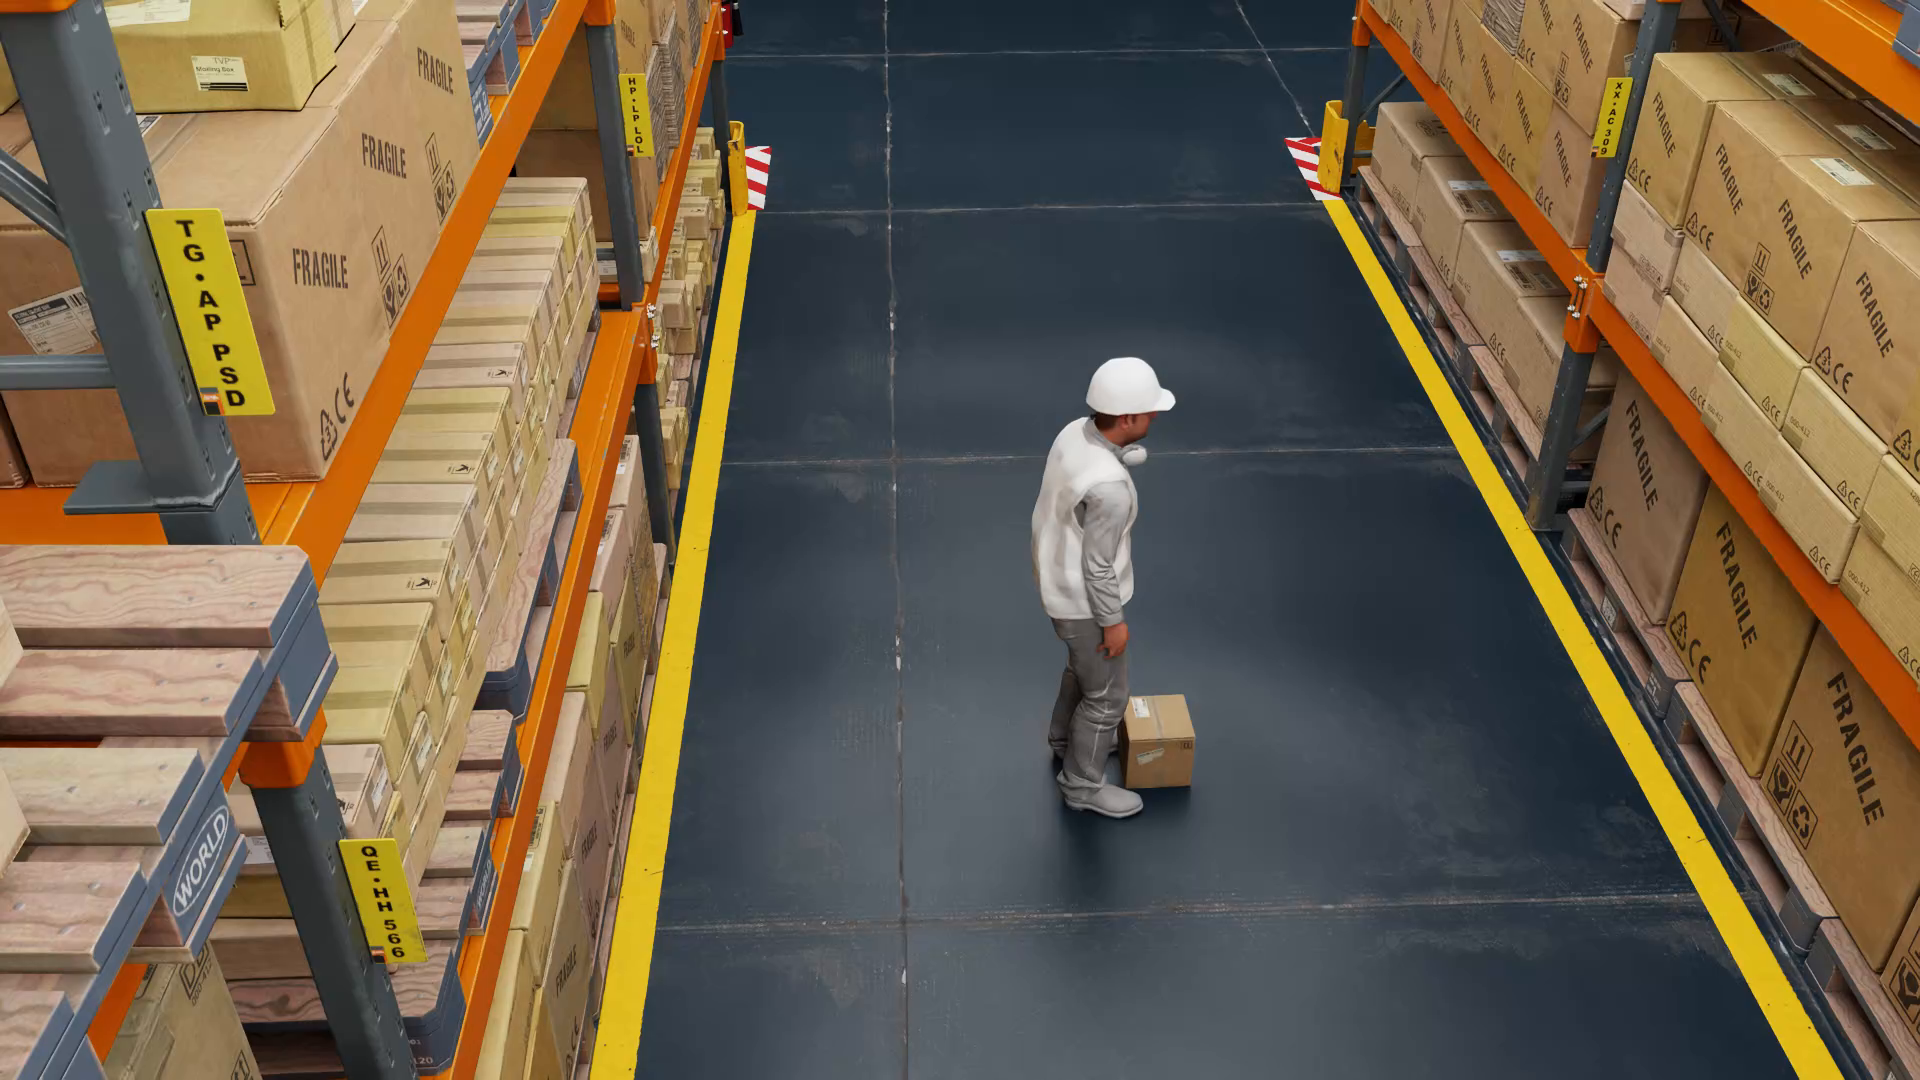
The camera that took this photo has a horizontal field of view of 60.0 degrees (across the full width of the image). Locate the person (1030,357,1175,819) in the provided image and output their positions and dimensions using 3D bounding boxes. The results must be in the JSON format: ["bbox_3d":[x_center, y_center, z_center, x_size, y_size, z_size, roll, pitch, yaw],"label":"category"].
[{"bbox_3d":[0.481,0.157,5.899,0.466,1.769,0.579,-3,35,-4],"label":"person"}]
